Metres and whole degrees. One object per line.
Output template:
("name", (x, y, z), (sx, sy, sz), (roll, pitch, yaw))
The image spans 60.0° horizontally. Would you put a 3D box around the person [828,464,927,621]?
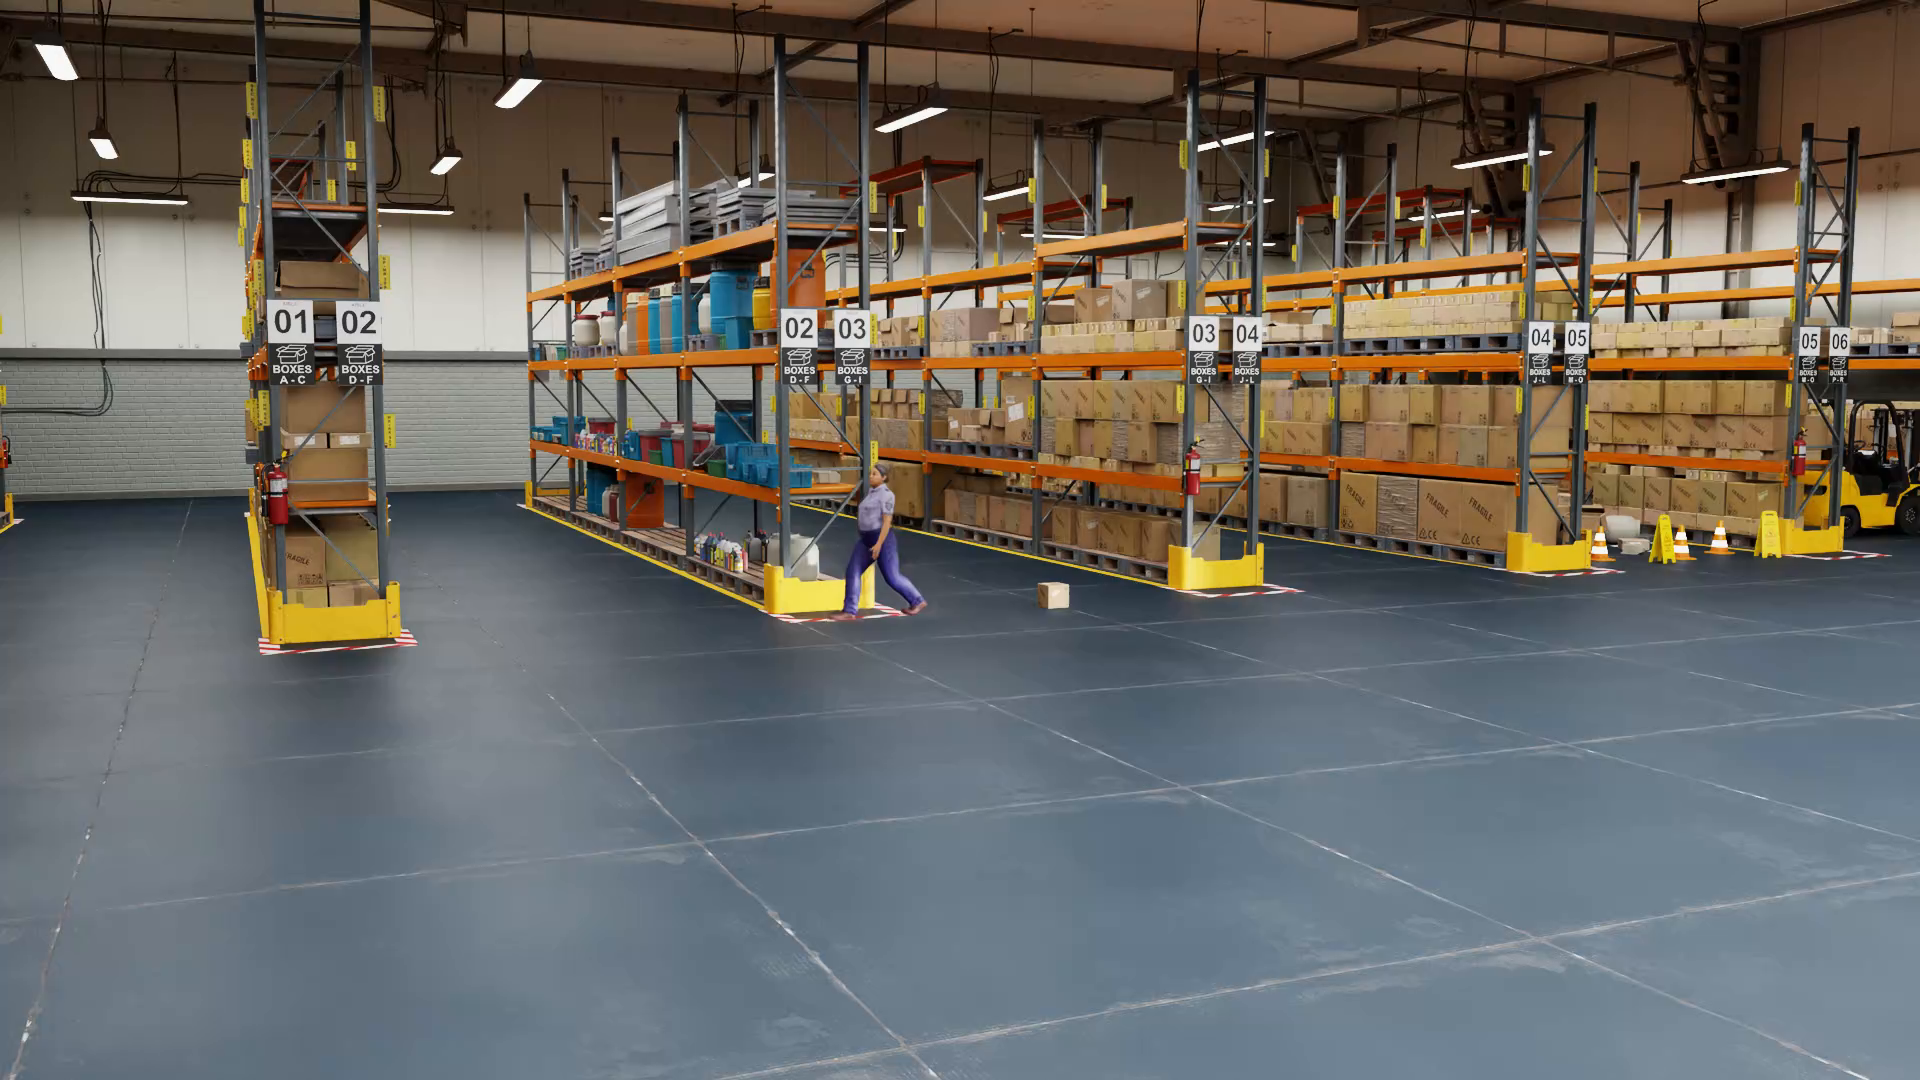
("person", (-0.832, 0.026, 16.847), (1.022, 1.589, 0.498), (-4, 7, -35))
